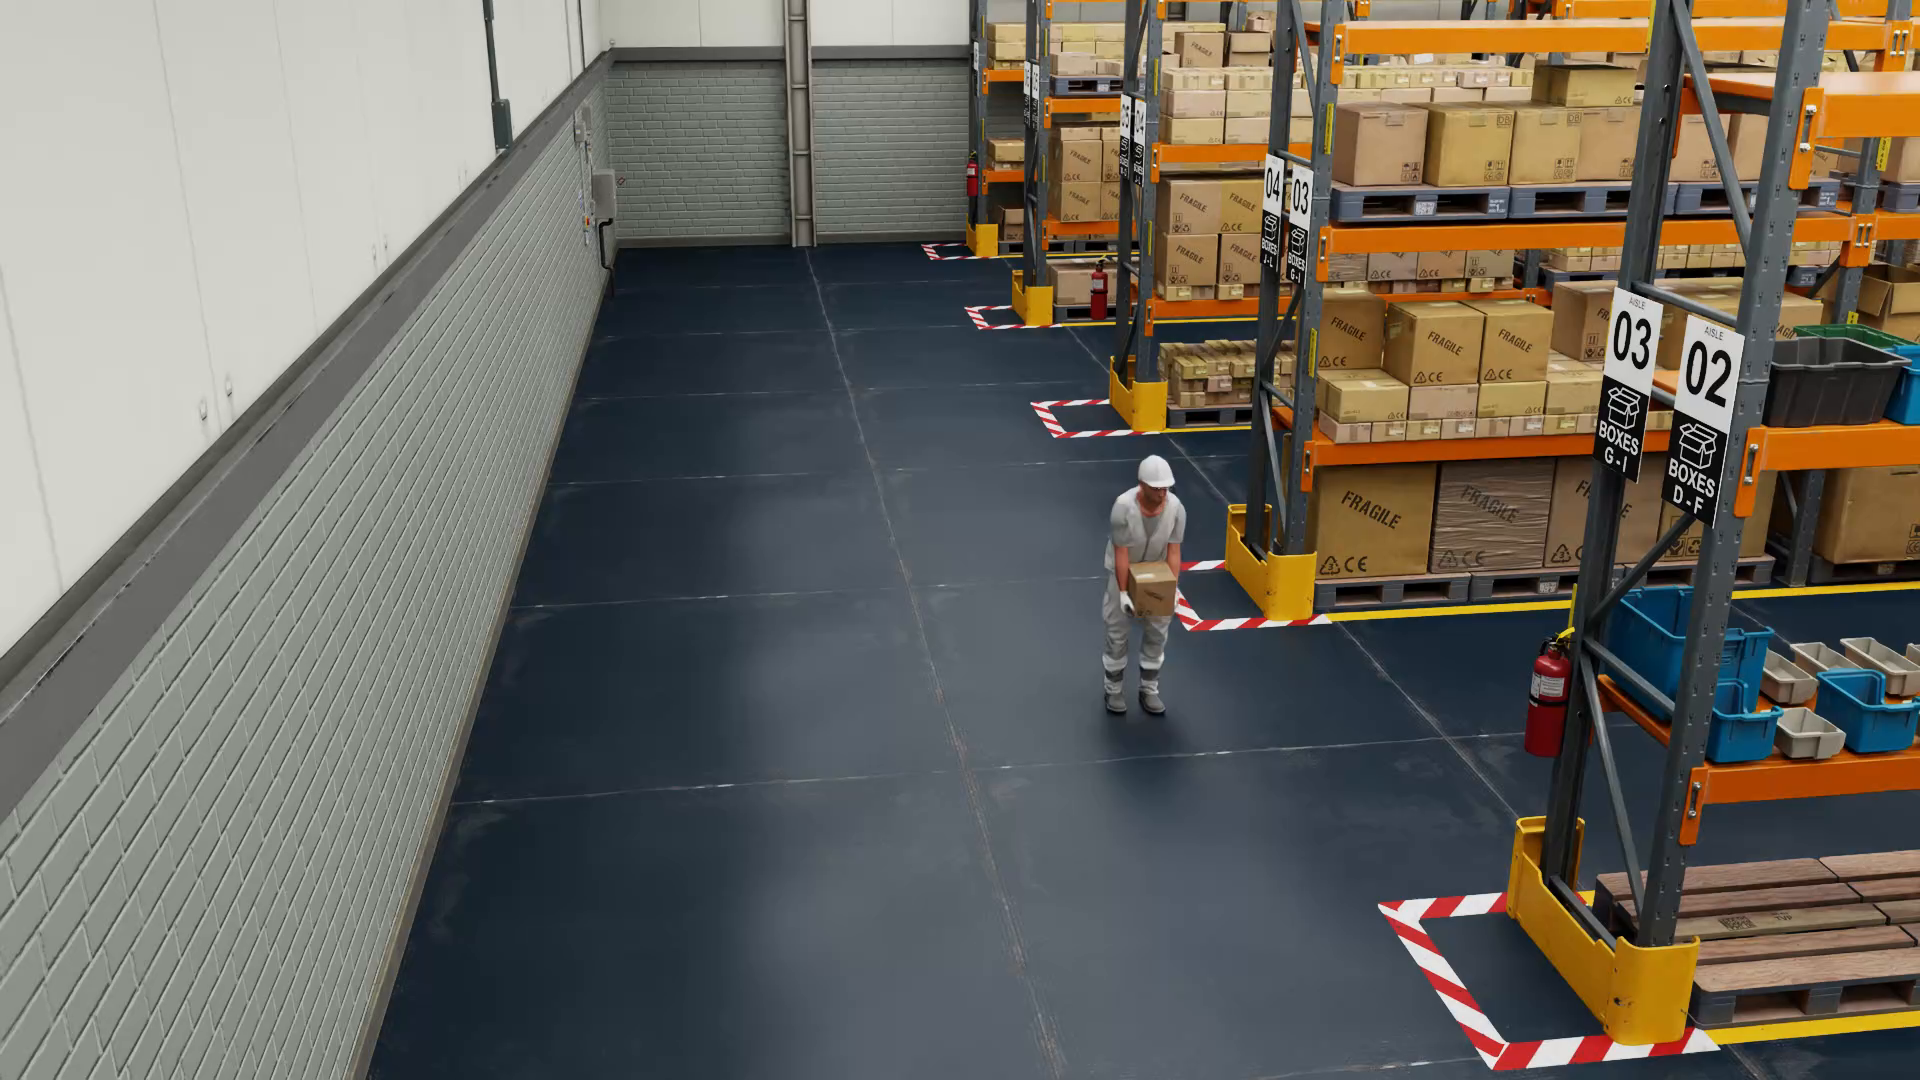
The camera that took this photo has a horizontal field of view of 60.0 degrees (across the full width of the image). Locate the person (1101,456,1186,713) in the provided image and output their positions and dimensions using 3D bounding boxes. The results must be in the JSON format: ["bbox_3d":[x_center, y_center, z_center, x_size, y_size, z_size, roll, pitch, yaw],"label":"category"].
[{"bbox_3d":[1.148,0.270,10.379,0.485,1.725,0.602,-3,20,-9],"label":"person"}]
